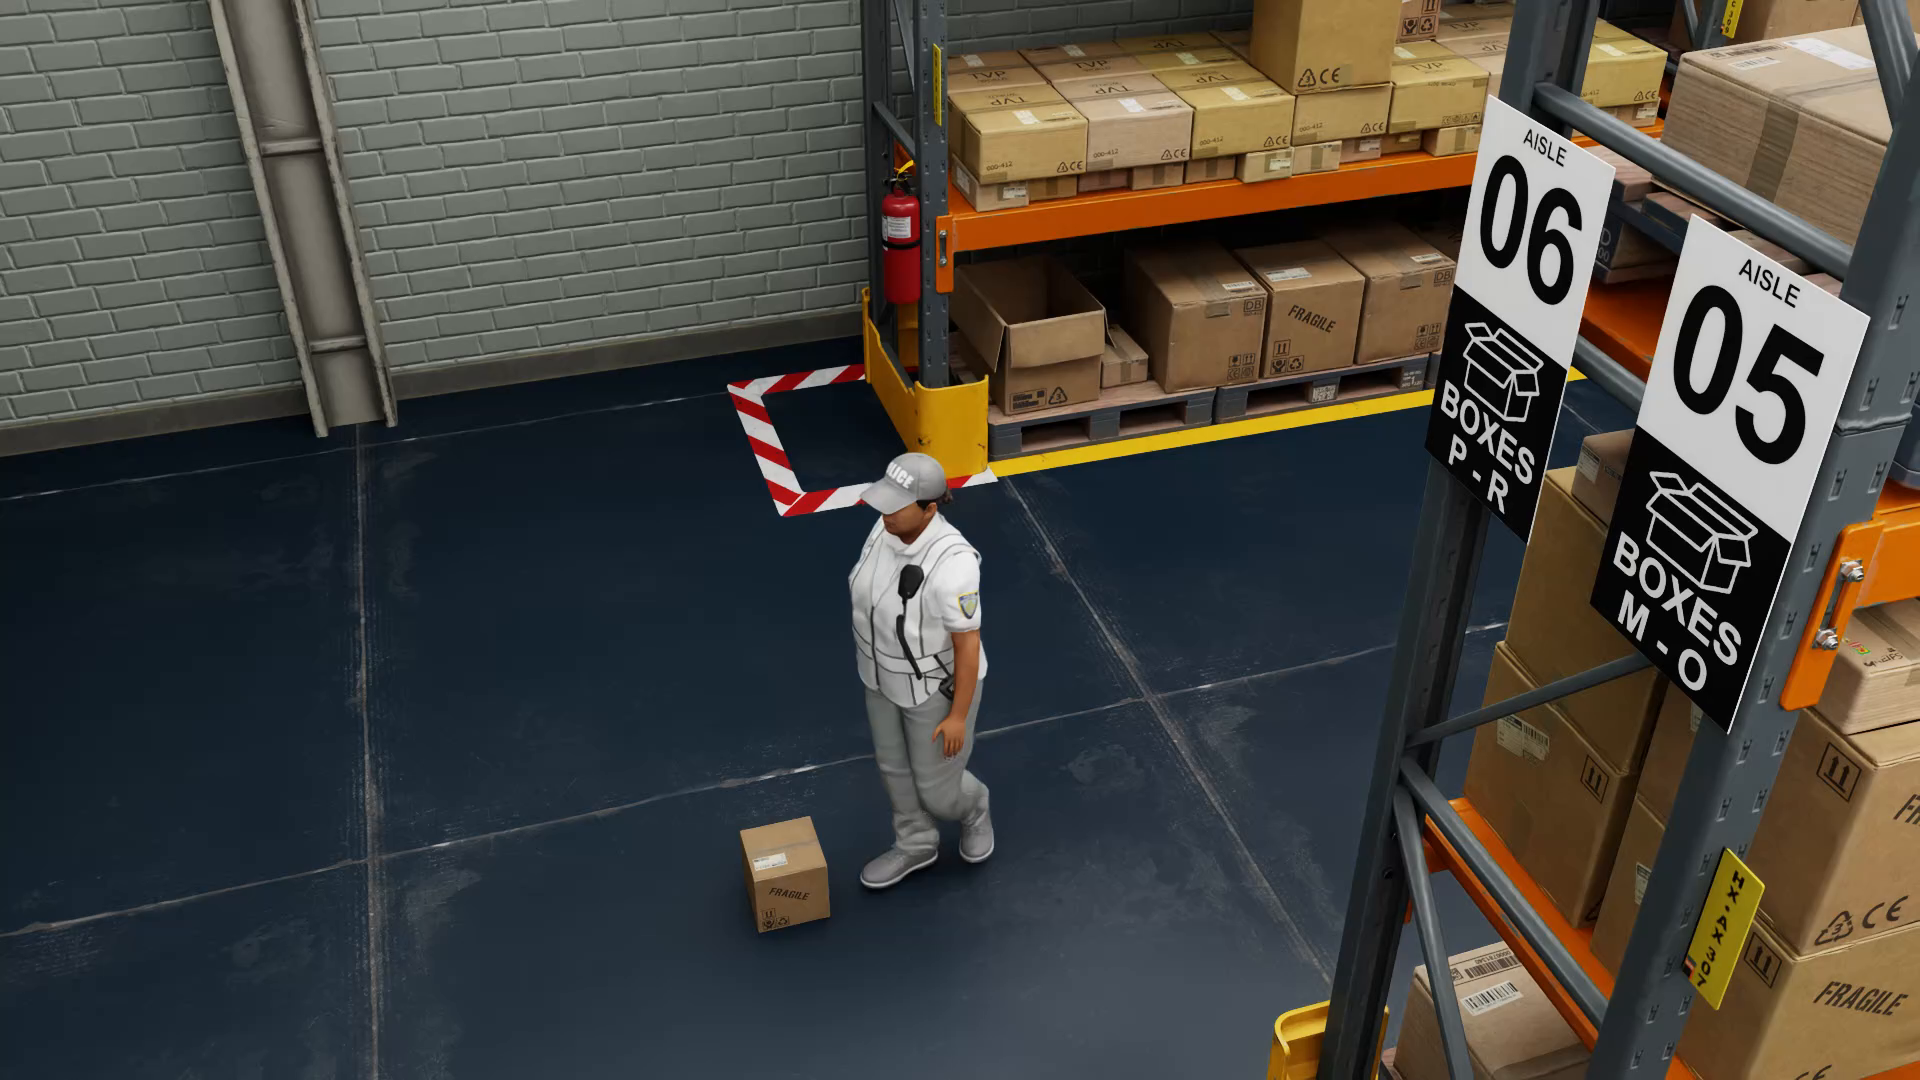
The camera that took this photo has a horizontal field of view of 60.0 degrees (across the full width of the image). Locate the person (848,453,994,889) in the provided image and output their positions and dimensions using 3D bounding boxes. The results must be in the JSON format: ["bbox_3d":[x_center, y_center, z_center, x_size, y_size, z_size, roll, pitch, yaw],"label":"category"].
[{"bbox_3d":[-0.106,0.449,5.455,0.524,1.666,0.541,-27,43,-34],"label":"person"}]
